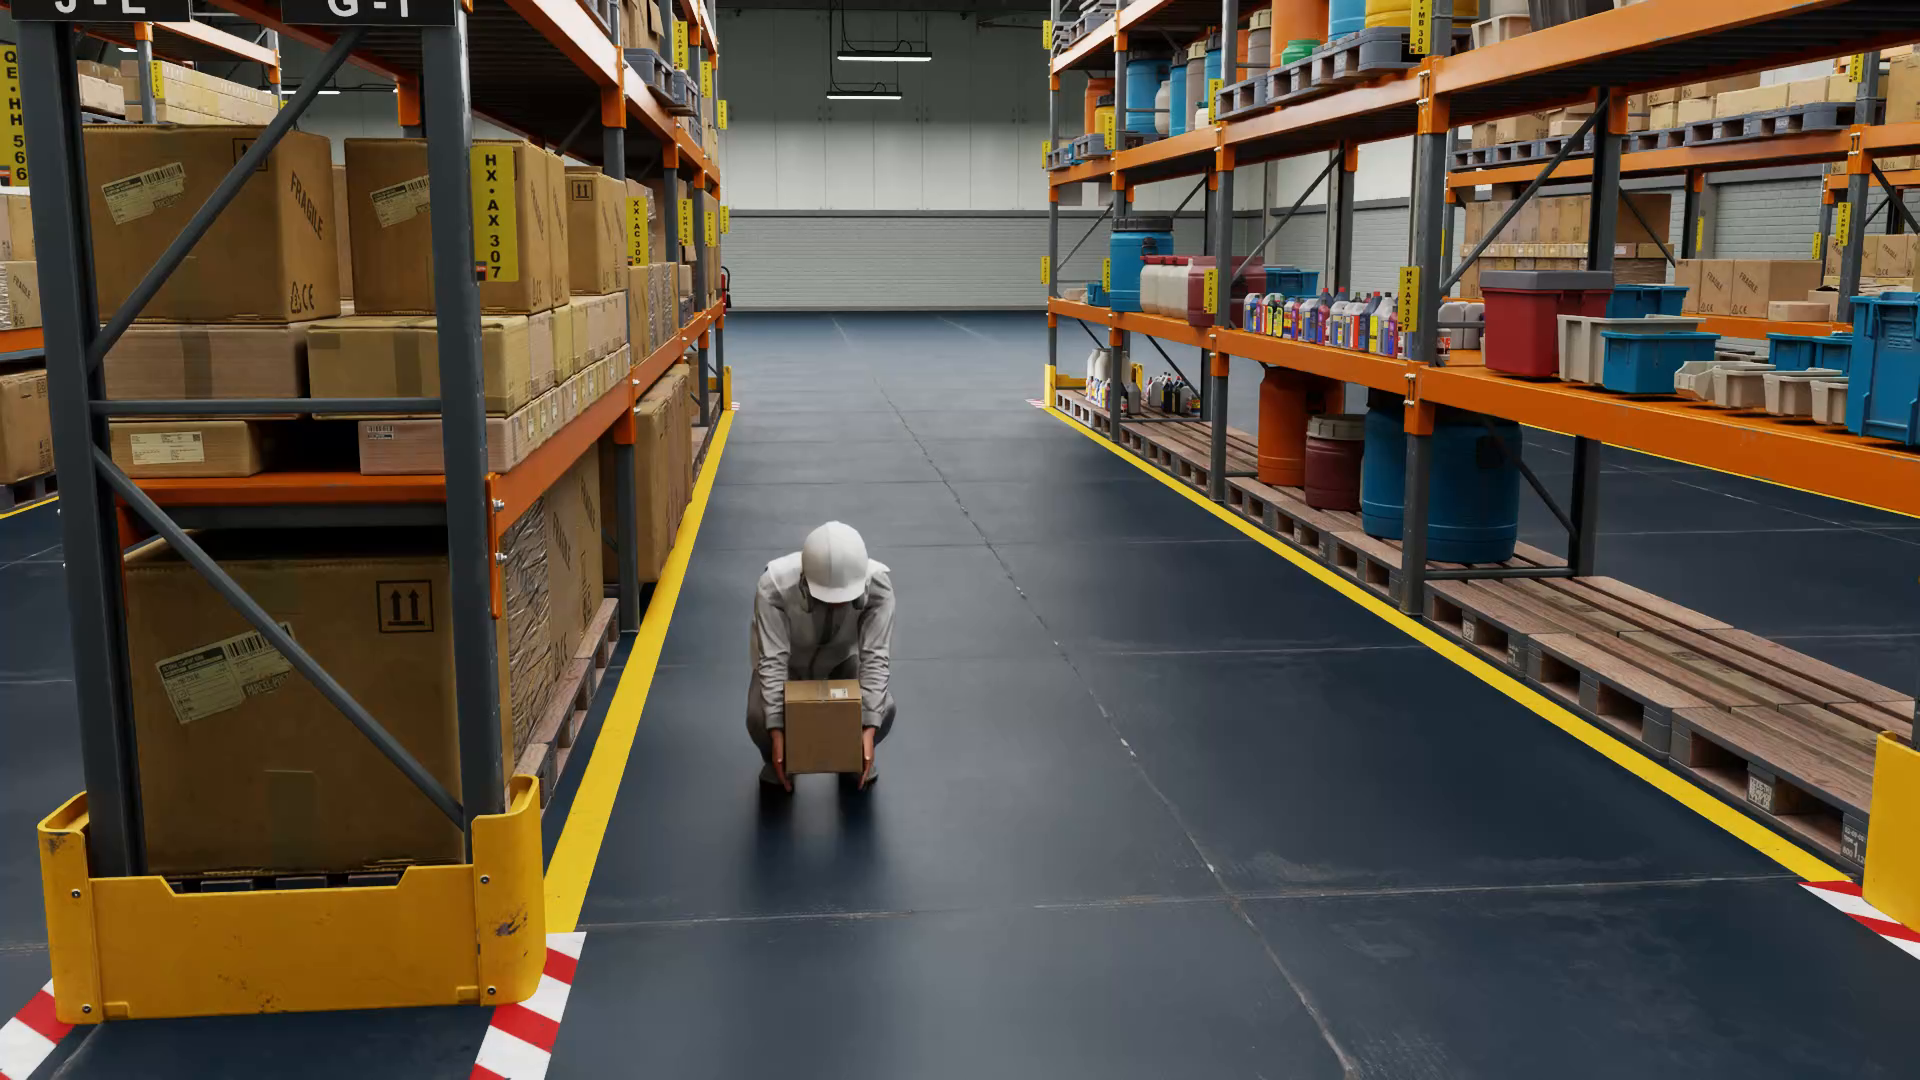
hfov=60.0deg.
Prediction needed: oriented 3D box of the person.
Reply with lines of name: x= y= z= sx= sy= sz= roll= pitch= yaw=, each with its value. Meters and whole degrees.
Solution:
person: x=-0.493 y=0.392 z=5.839 sx=0.524 sy=1.010 sz=0.883 roll=-1 pitch=10 yaw=-7
